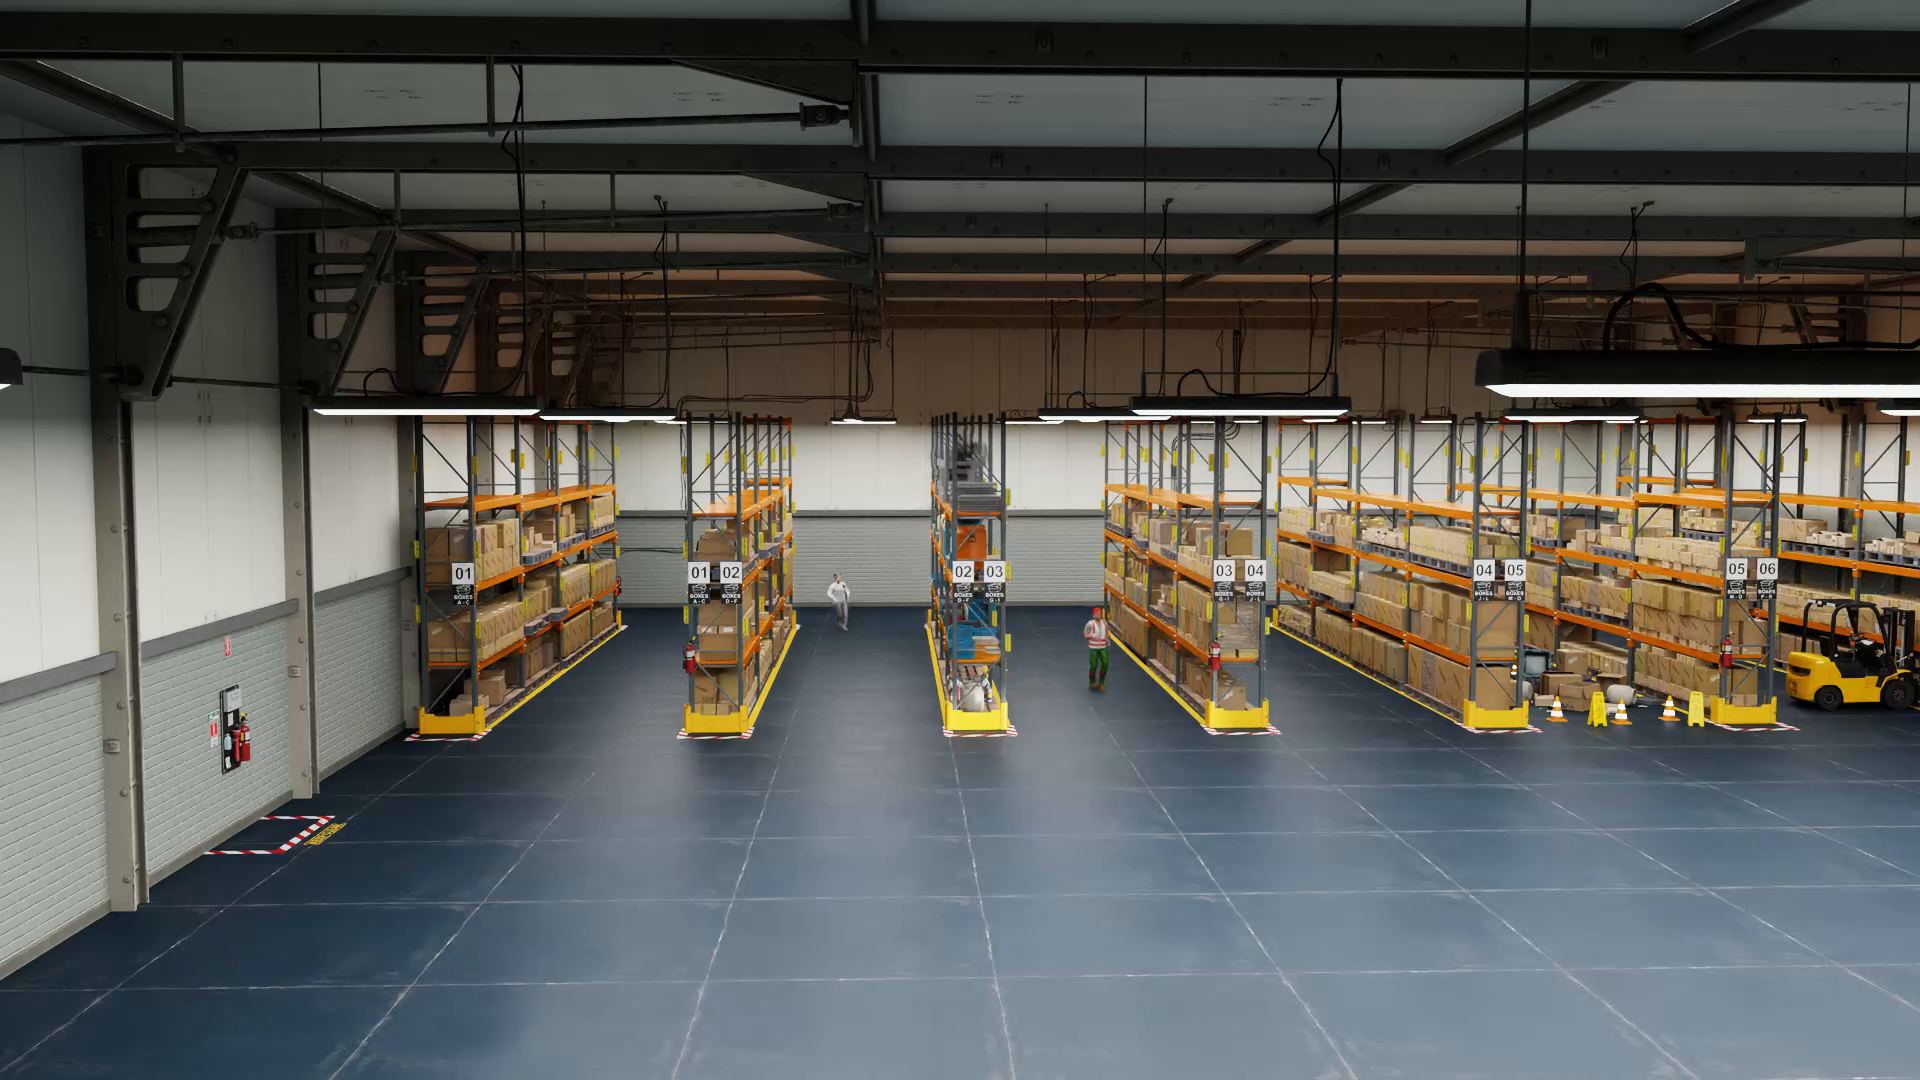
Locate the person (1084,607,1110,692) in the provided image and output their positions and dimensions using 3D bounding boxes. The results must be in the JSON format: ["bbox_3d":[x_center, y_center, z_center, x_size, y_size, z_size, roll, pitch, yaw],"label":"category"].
[{"bbox_3d":[2.989,2.376,36.050,0.611,1.824,0.705,-1,4,-13],"label":"person"}]

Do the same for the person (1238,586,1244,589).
[{"bbox_3d":[7.210,1.892,43.167,0.654,1.835,0.735,-1,4,-12],"label":"person"}]

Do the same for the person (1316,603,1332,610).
[{"bbox_3d":[10.771,1.541,48.817,0.644,1.745,0.665,-1,4,-11],"label":"person"}]

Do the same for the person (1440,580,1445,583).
[{"bbox_3d":[14.400,1.529,49.397,0.639,1.696,0.713,2,4,29],"label":"person"}]

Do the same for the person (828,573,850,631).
[{"bbox_3d":[-3.392,1.730,46.777,0.643,1.627,0.601,-2,4,-25],"label":"person"}]
